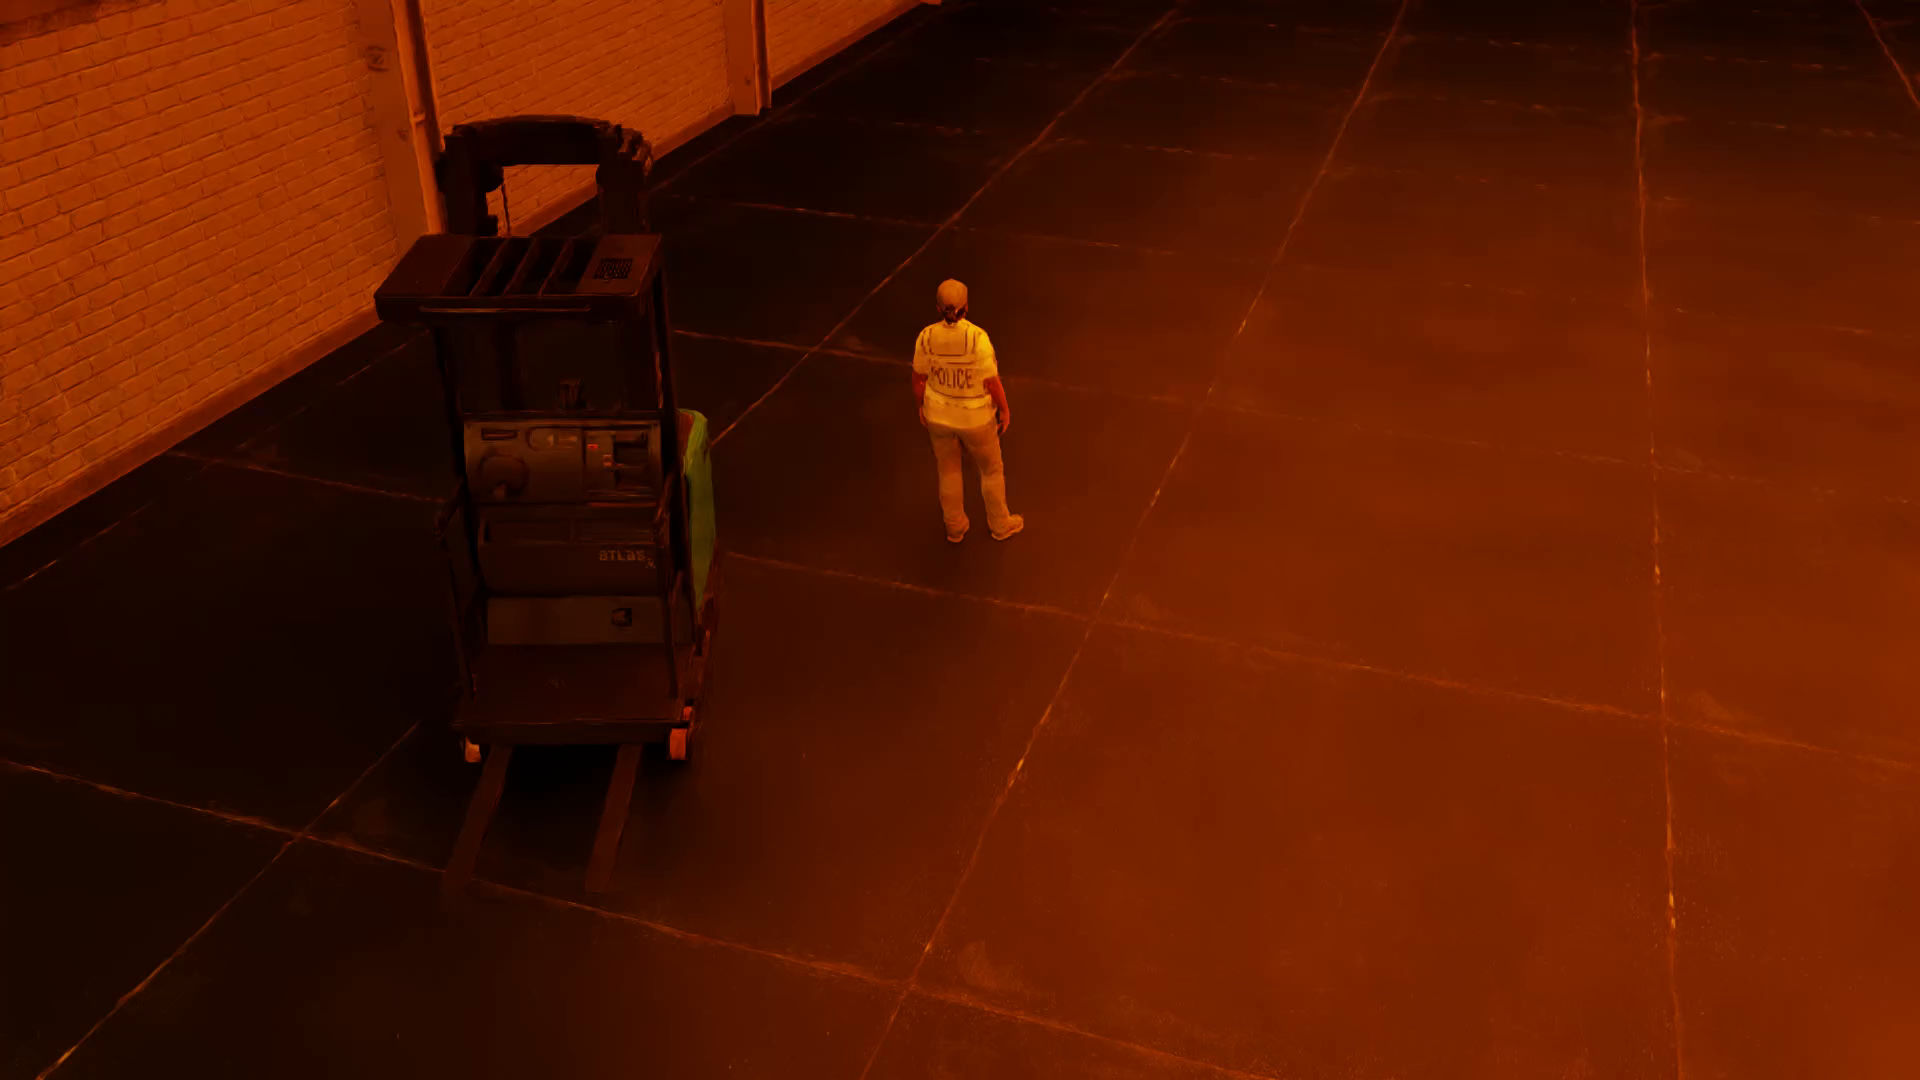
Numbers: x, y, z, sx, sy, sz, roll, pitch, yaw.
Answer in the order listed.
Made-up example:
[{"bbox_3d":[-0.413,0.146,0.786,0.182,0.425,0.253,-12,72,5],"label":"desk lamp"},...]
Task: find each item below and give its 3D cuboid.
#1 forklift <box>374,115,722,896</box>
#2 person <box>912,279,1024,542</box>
[{"bbox_3d":[-1.879,-0.335,7.724,1.130,2.935,3.031,-1,30,-1],"label":"forklift"},{"bbox_3d":[0.046,-0.763,9.736,0.598,1.669,0.529,10,31,16],"label":"person"}]
